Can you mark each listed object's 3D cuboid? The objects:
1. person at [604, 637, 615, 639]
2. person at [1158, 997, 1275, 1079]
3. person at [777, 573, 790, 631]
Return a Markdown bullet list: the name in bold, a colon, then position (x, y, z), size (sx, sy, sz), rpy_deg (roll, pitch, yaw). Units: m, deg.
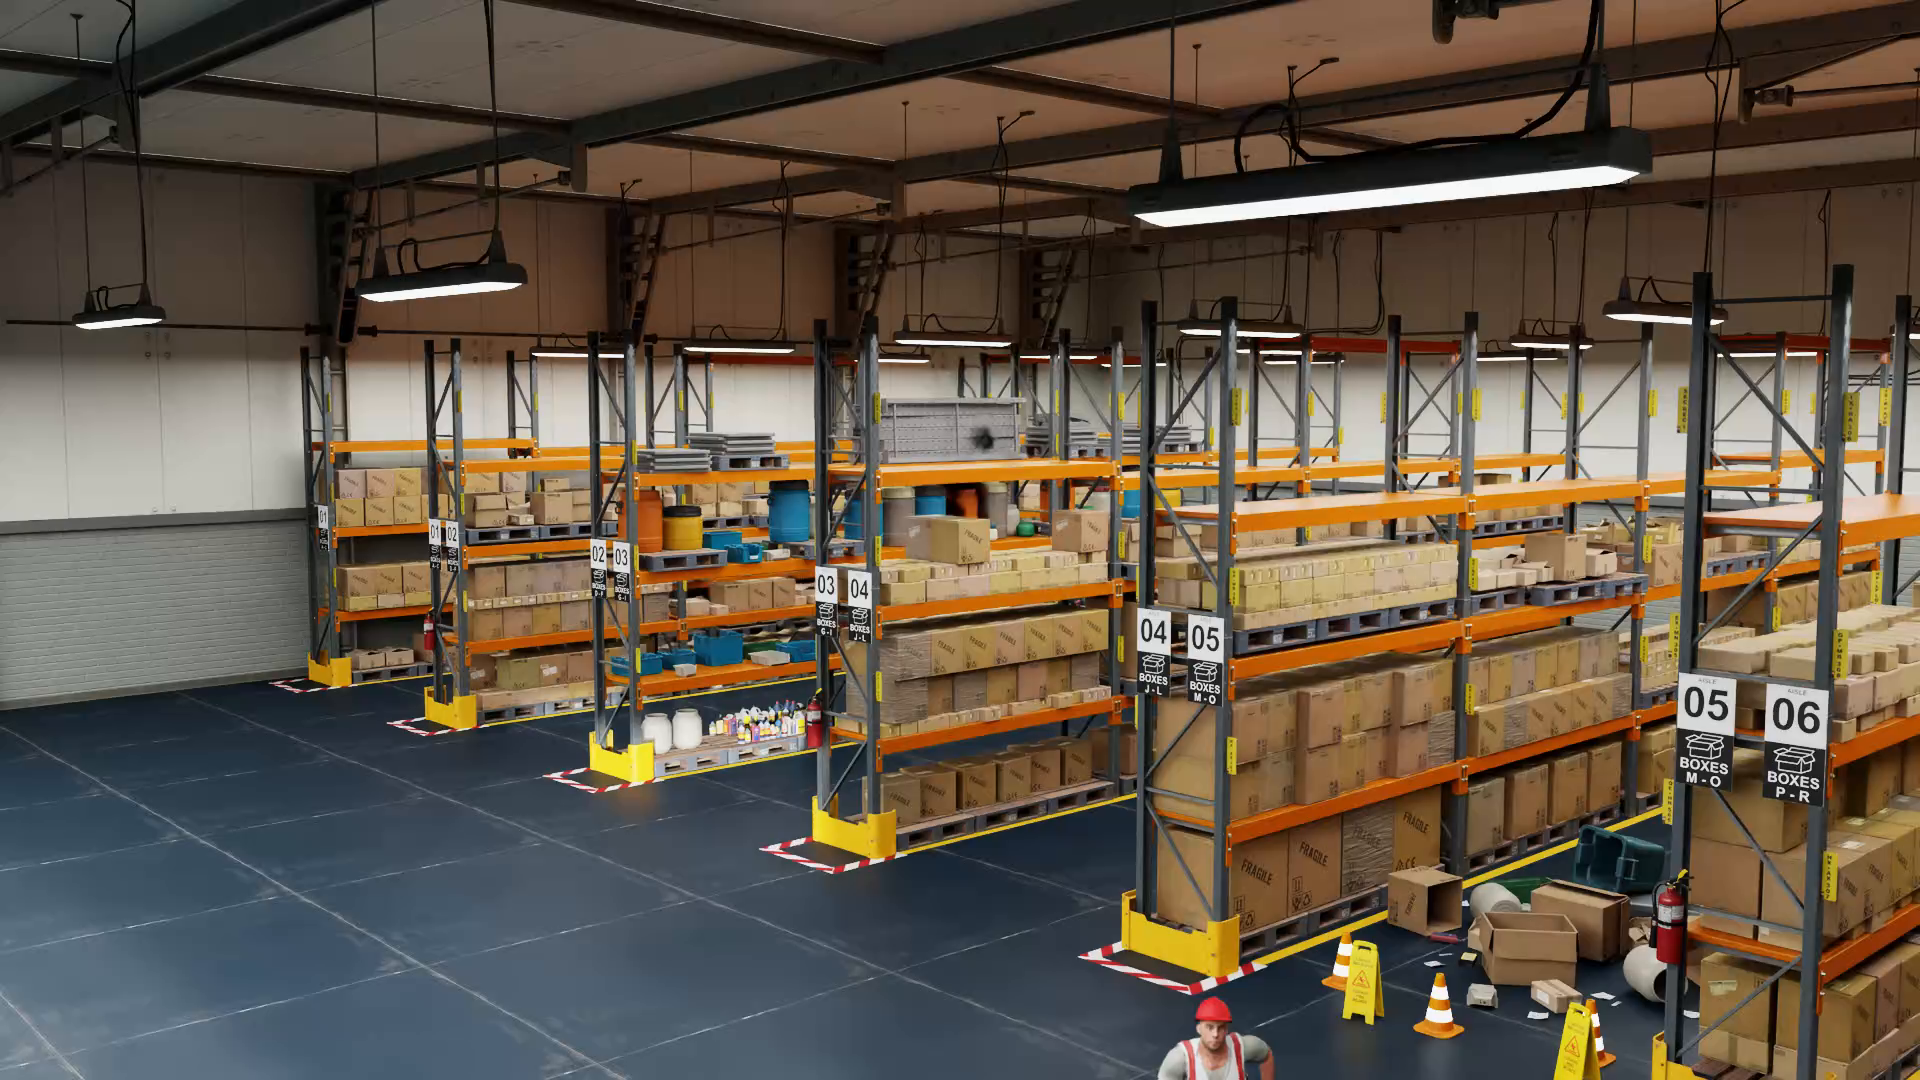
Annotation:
- **person**: position (-6.281, 1.703, 29.863), size (0.987, 1.696, 0.634), rpy_deg (-4, 7, -40)
- **person**: position (1.459, 3.444, 9.477), size (0.693, 1.786, 0.838), rpy_deg (0, 5, 5)
- **person**: position (-3.530, 1.443, 33.325), size (0.641, 1.591, 0.522), rpy_deg (-5, 7, -44)
